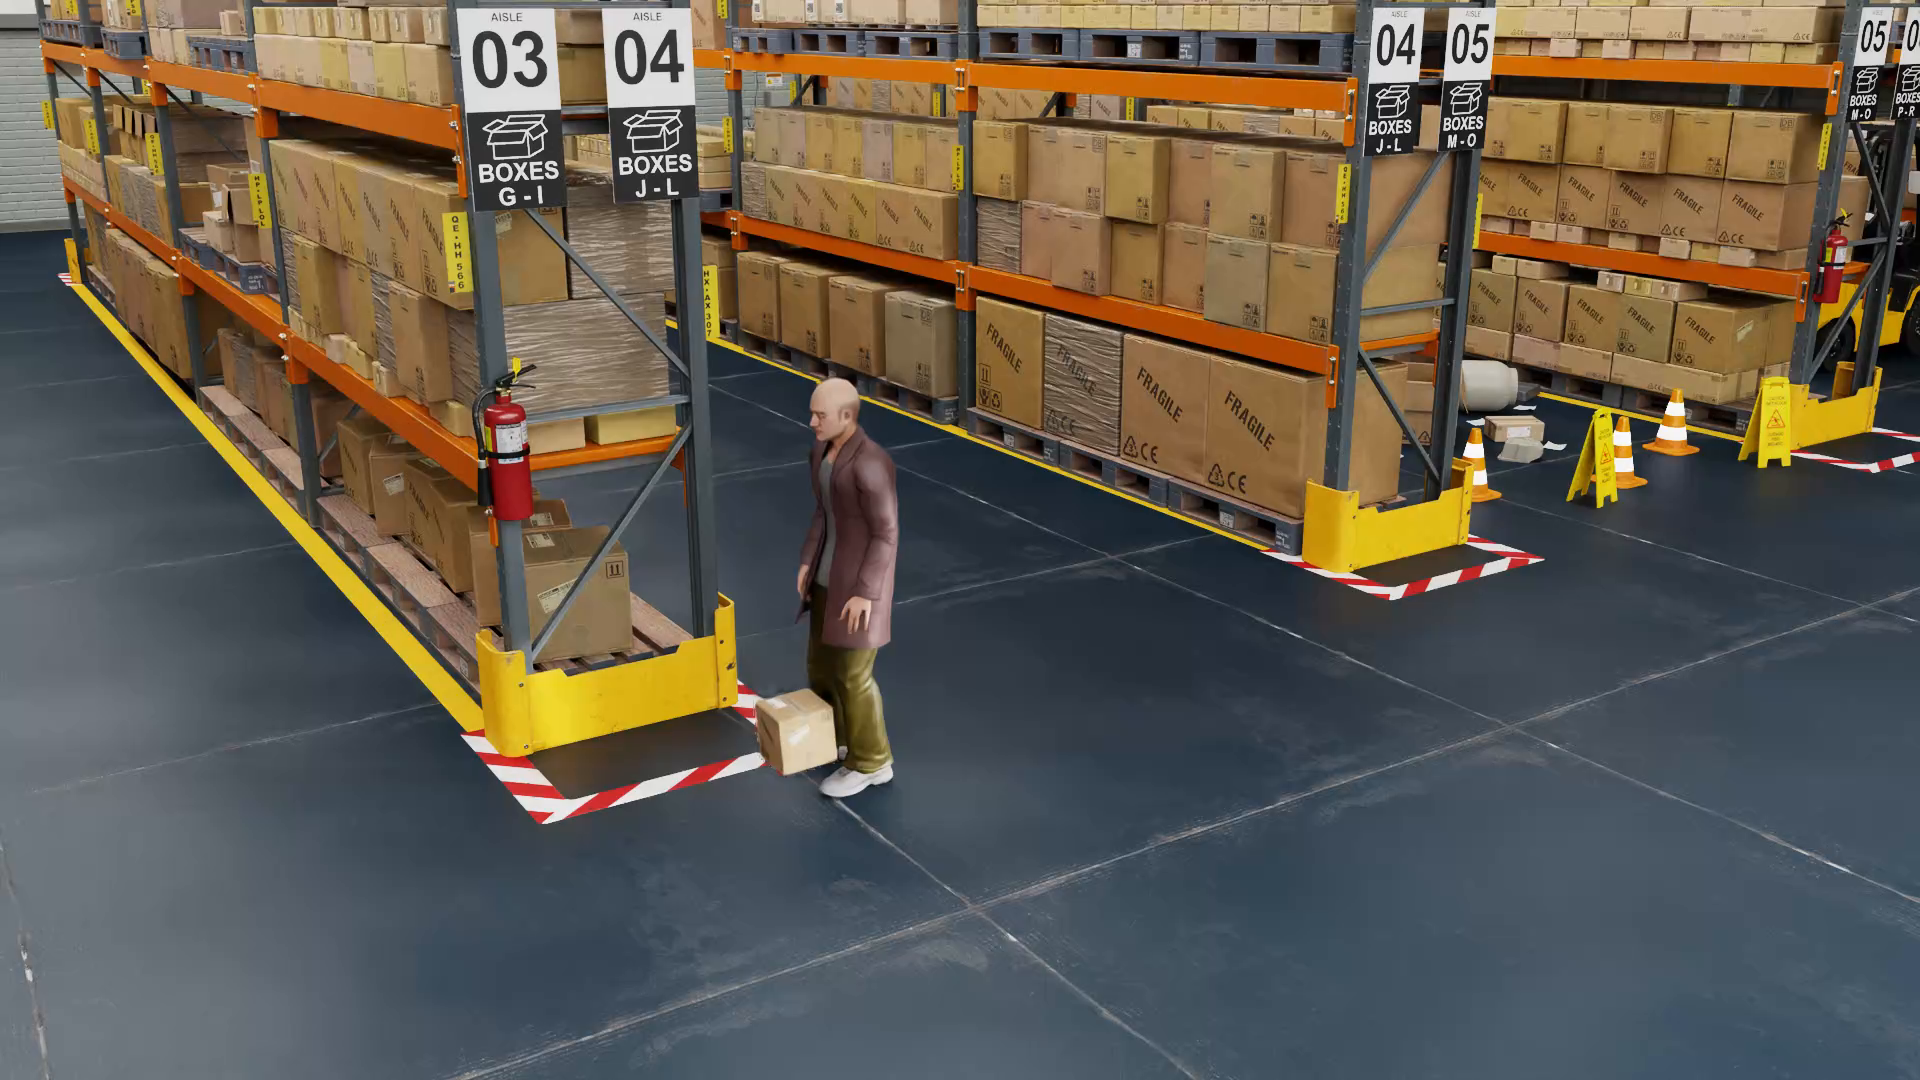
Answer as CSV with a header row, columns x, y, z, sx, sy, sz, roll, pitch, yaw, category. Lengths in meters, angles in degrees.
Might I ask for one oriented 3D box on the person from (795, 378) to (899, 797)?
x,y,z,sx,sy,sz,roll,pitch,yaw,category
-0.484,0.184,7.002,0.425,1.775,0.607,-10,20,-29,person
